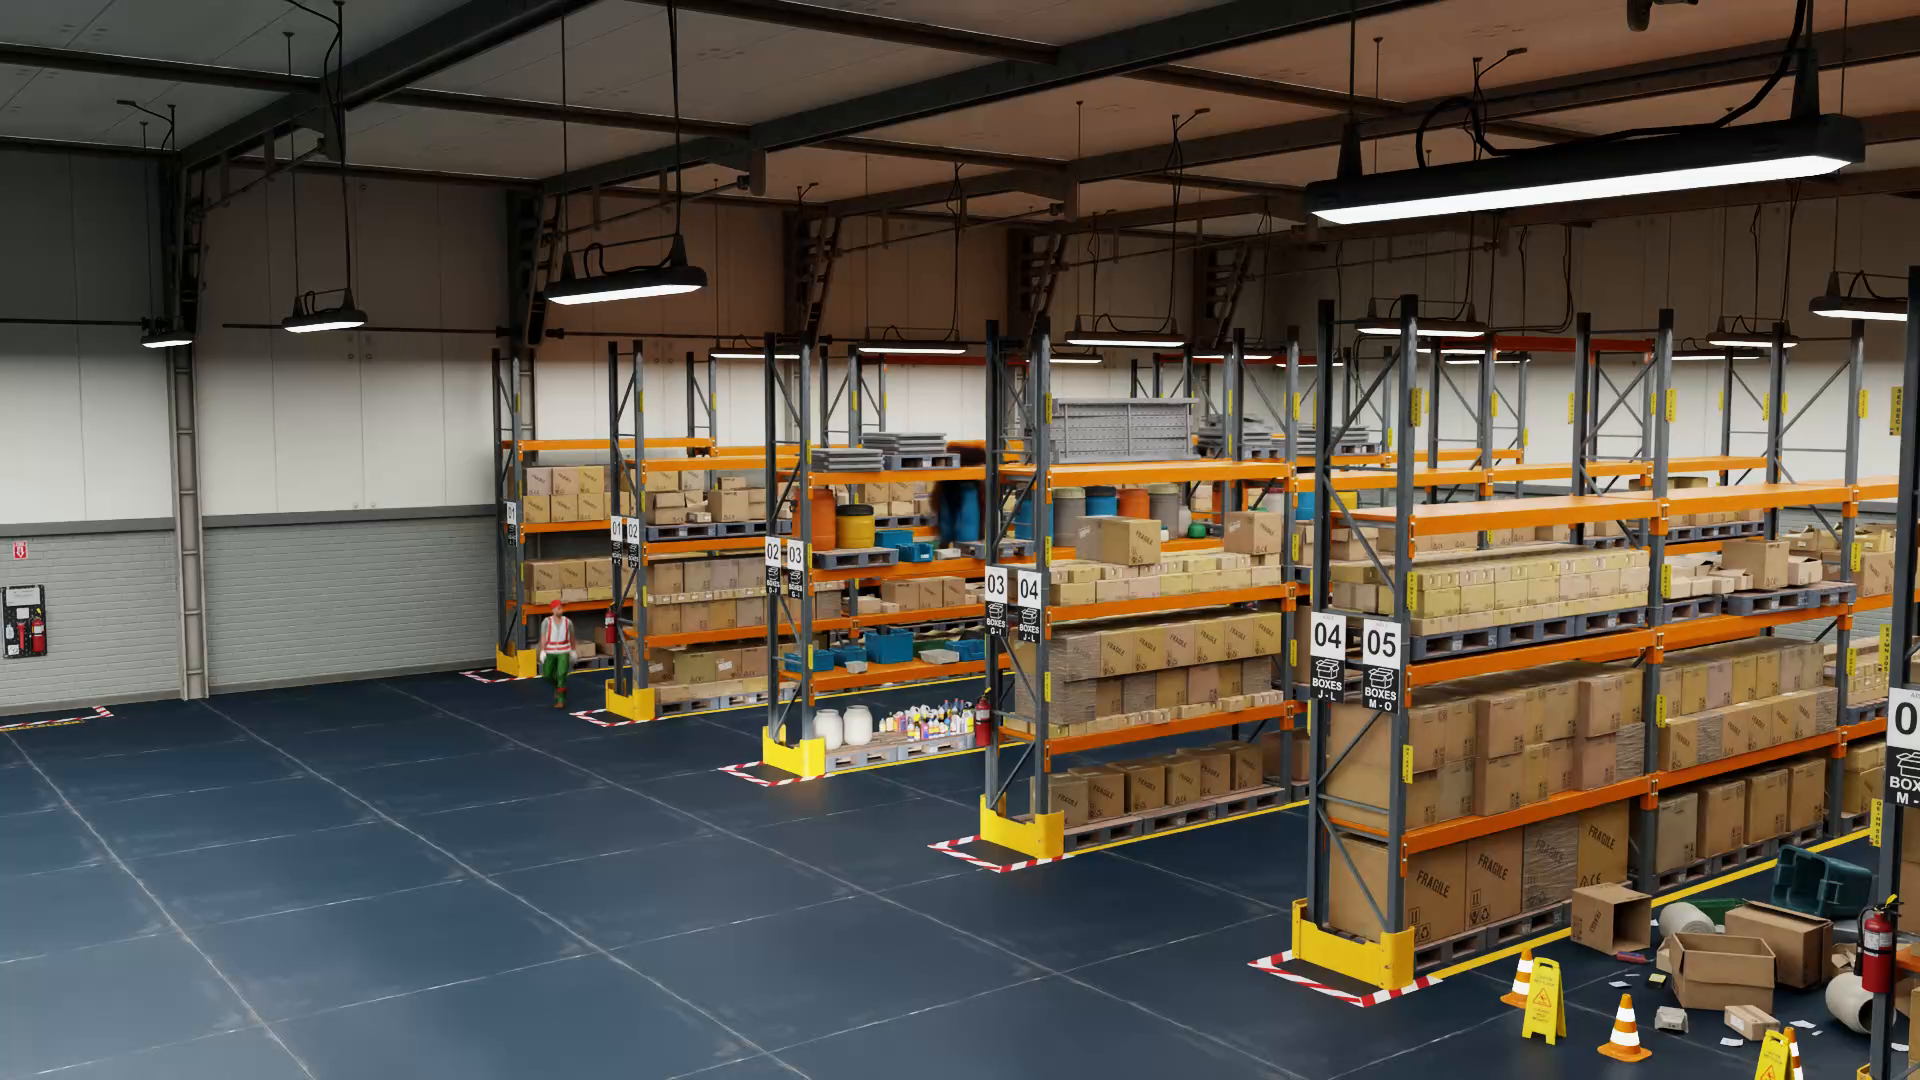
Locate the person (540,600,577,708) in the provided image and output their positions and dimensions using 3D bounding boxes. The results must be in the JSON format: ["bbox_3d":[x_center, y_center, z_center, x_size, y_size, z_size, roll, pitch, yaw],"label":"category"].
[{"bbox_3d":[-6.619,1.860,27.483,0.546,1.769,0.683,0,5,6],"label":"person"}]
